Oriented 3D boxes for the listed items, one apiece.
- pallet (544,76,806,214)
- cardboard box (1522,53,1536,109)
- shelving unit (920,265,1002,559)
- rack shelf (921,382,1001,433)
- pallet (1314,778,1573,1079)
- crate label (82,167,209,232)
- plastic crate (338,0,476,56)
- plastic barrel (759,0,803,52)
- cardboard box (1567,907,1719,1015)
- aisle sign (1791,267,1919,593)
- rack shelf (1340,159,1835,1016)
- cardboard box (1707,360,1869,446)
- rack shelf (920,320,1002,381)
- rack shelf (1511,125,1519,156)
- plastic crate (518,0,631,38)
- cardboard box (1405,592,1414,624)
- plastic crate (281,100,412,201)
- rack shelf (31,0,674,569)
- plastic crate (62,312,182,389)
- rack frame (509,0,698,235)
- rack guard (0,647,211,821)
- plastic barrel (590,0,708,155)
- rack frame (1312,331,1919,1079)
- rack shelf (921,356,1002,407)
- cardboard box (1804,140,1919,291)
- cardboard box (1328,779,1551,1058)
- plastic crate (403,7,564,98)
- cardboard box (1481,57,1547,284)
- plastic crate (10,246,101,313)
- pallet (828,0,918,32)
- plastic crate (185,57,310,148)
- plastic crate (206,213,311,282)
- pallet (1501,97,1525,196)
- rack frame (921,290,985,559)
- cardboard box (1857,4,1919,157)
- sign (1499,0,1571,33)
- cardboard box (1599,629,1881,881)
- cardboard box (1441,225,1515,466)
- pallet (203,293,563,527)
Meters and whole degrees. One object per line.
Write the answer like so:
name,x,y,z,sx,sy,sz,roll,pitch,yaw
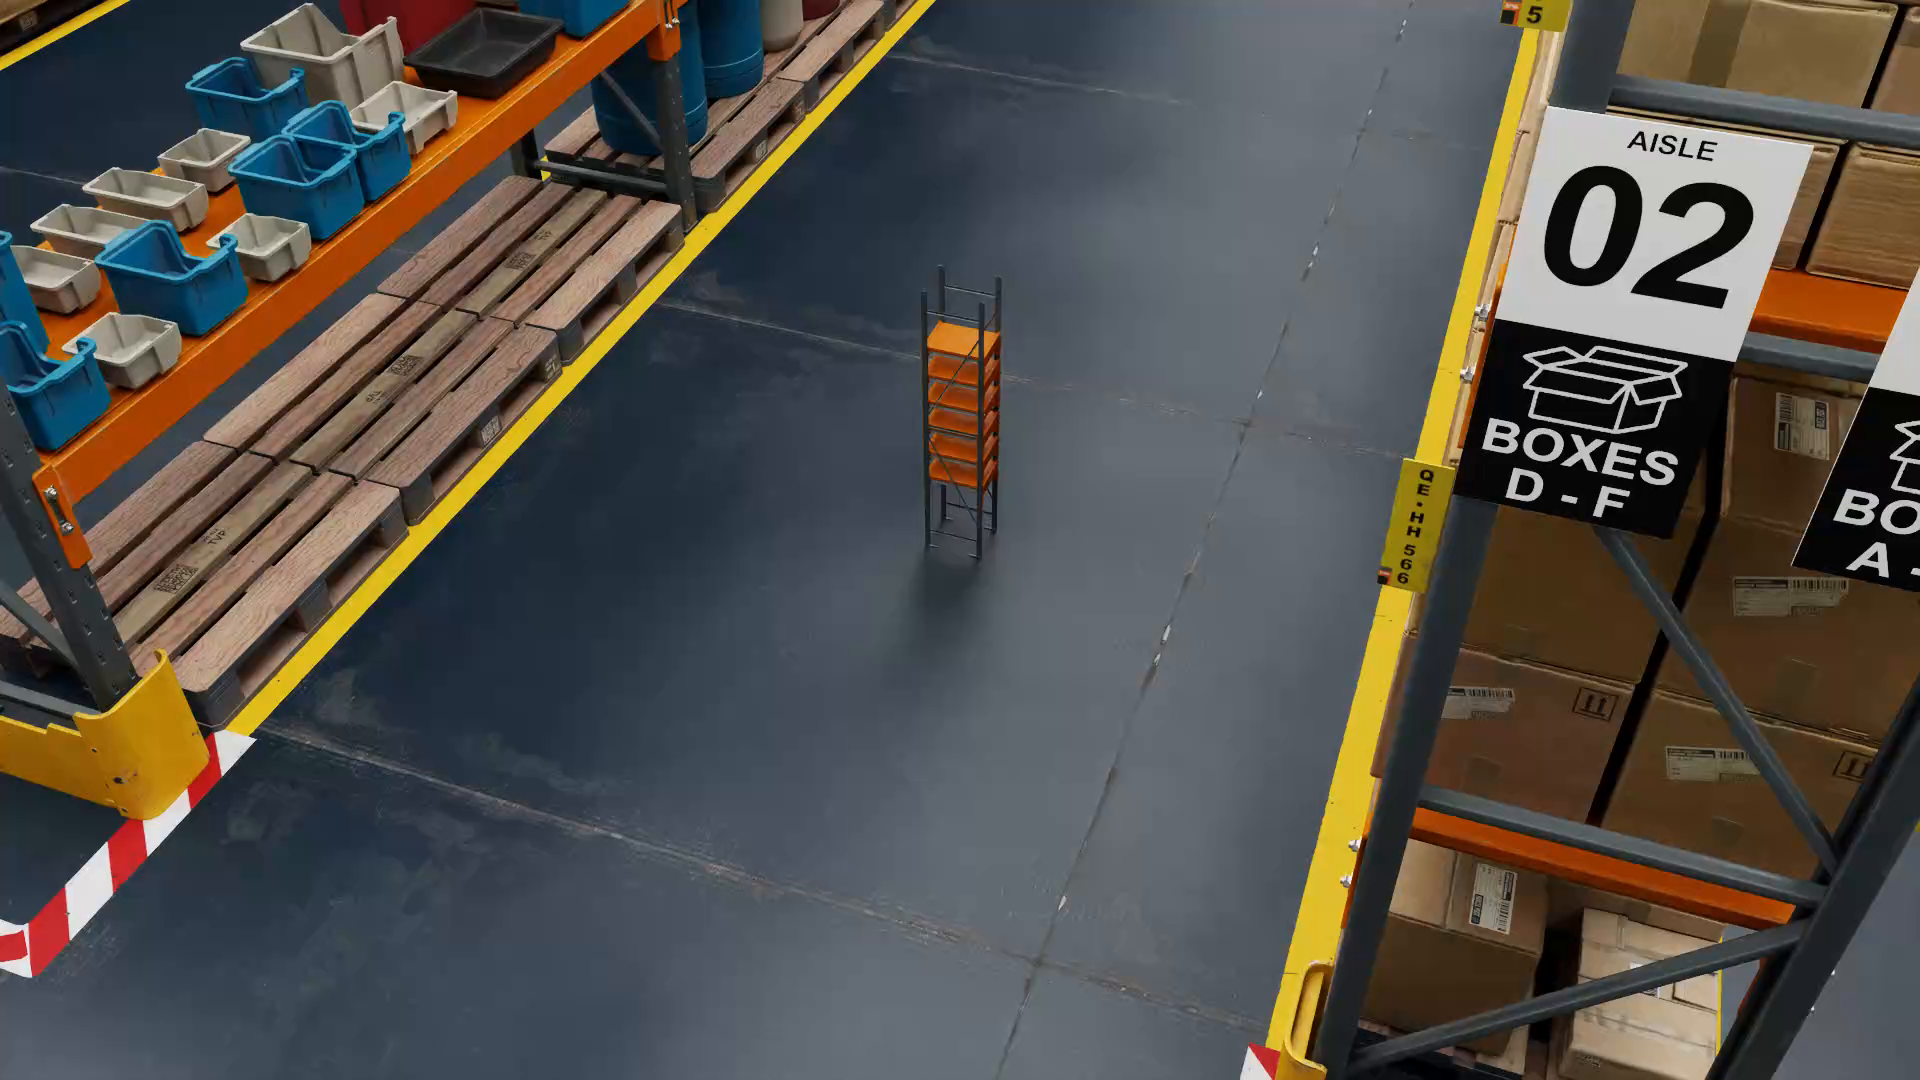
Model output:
pallet,-1.556,-2.270,9.248,1.003,0.211,1.213,13,42,15
cardboard box,3.214,-2.265,8.680,0.500,0.500,0.500,12,42,14
shelving unit,0.005,-0.465,6.371,0.258,1.200,0.189,13,42,15
rack shelf,0.005,-0.523,6.322,0.258,0.103,0.180,13,42,15
pallet,1.724,1.200,5.181,1.003,0.211,1.213,13,42,15
crate label,-2.934,-1.239,6.048,0.396,0.136,0.243,13,42,15
plastic crate,-2.401,-2.428,7.189,0.402,0.464,0.583,13,42,15
plastic barrel,-1.138,-3.167,9.744,0.421,0.512,0.421,0,40,0
cardboard box,1.978,1.251,4.817,0.380,0.166,0.250,13,42,15
aisle sign,1.679,-0.210,2.682,0.394,0.787,0.004,13,42,15
rack shelf,2.110,-0.274,5.314,1.077,0.370,4.000,13,42,15
cardboard box,1.997,-0.279,3.919,0.500,0.500,0.500,14,42,16
rack shelf,0.005,-0.705,6.166,0.258,0.103,0.180,13,42,15
rack shelf,3.478,-2.714,8.174,1.077,0.370,4.000,13,42,15
plastic crate,-1.699,-2.526,7.365,0.392,0.384,0.575,13,42,15
cardboard box,1.498,-0.017,4.382,0.500,0.500,0.500,14,42,15
plastic crate,-2.281,-1.452,6.224,0.416,0.233,0.300,13,42,15
rack shelf,-2.543,-1.376,6.606,1.077,0.370,4.000,13,42,15
plastic crate,-2.646,-0.607,5.307,0.250,0.136,0.298,13,42,15
rack frame,-1.860,-2.869,7.802,1.000,3.000,0.127,13,42,15
rack guard,-3.223,0.539,5.733,1.175,0.500,0.348,13,42,15
plastic barrel,-1.657,-2.559,8.731,0.600,0.901,0.708,13,42,15
rack frame,1.426,0.672,3.651,1.000,3.000,0.127,13,42,15
rack shelf,0.005,-0.614,6.244,0.258,0.103,0.180,13,42,15
cardboard box,1.841,-0.669,3.027,0.500,0.250,0.500,13,42,15
cardboard box,1.381,1.069,4.773,0.500,0.500,0.500,13,42,15
plastic crate,-1.990,-2.045,7.002,0.437,0.125,0.590,13,42,15
cardboard box,1.840,-1.018,4.784,0.500,0.500,0.500,15,43,16
plastic crate,-3.119,-0.890,5.639,0.396,0.136,0.243,13,42,15
pallet,-0.722,-3.758,10.992,1.003,0.211,1.213,13,42,15
plastic crate,-2.766,-1.698,6.512,0.416,0.233,0.300,13,42,15
plastic crate,-2.414,-1.021,5.792,0.250,0.136,0.298,13,42,15
pallet,3.452,-1.958,8.882,1.003,0.211,1.213,13,42,15
rack frame,-0.026,-0.409,6.306,0.240,1.200,0.006,13,42,15
cardboard box,1.846,-0.858,2.864,0.500,0.250,0.500,13,42,15
sign,0.911,-0.941,2.549,0.100,0.325,0.005,13,42,15
cardboard box,1.826,0.422,3.867,0.500,0.500,0.500,14,42,16
cardboard box,1.492,-0.387,4.045,0.500,0.500,0.500,14,43,16
pallet,-2.490,-0.605,7.296,1.003,0.211,1.213,13,42,15
